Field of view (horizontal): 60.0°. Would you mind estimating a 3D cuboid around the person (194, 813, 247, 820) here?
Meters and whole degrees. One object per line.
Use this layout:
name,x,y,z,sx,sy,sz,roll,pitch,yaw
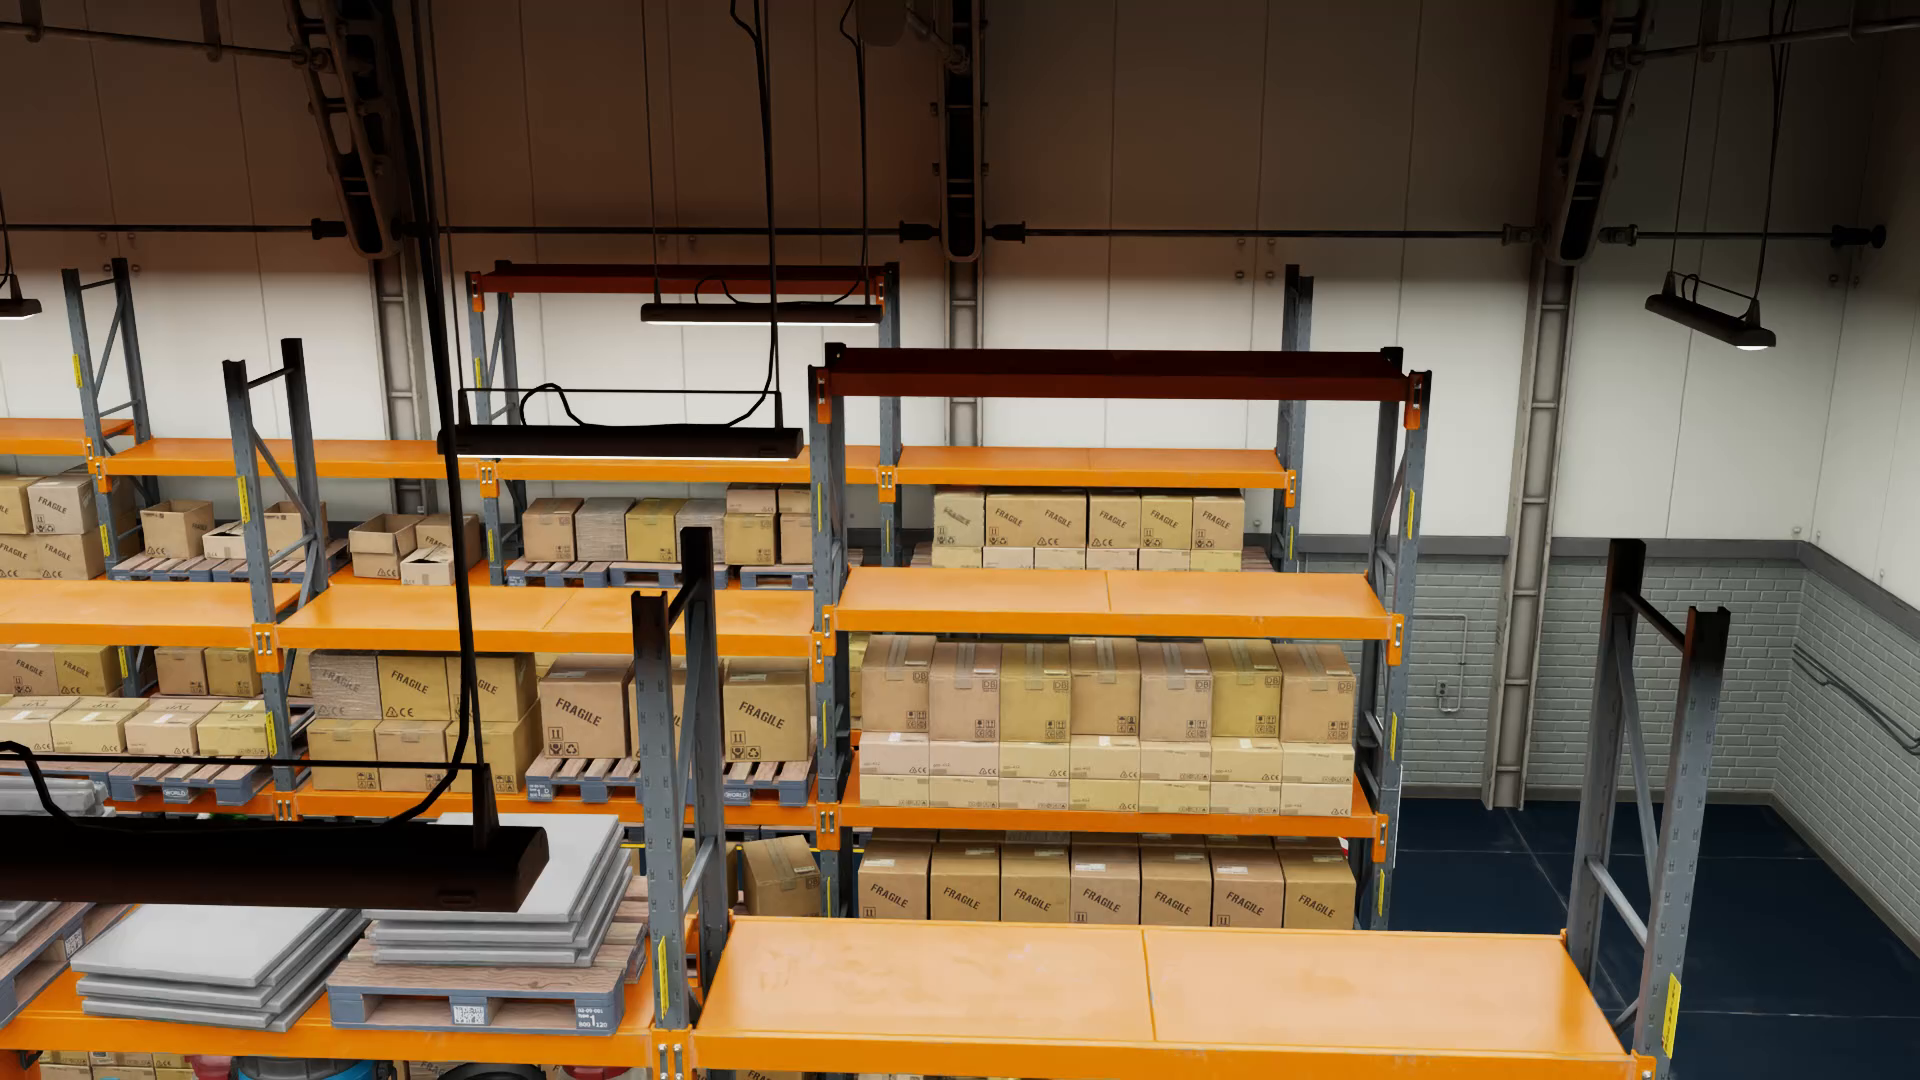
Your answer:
person,-7.310,2.618,16.373,0.902,1.750,0.565,-9,19,-29
